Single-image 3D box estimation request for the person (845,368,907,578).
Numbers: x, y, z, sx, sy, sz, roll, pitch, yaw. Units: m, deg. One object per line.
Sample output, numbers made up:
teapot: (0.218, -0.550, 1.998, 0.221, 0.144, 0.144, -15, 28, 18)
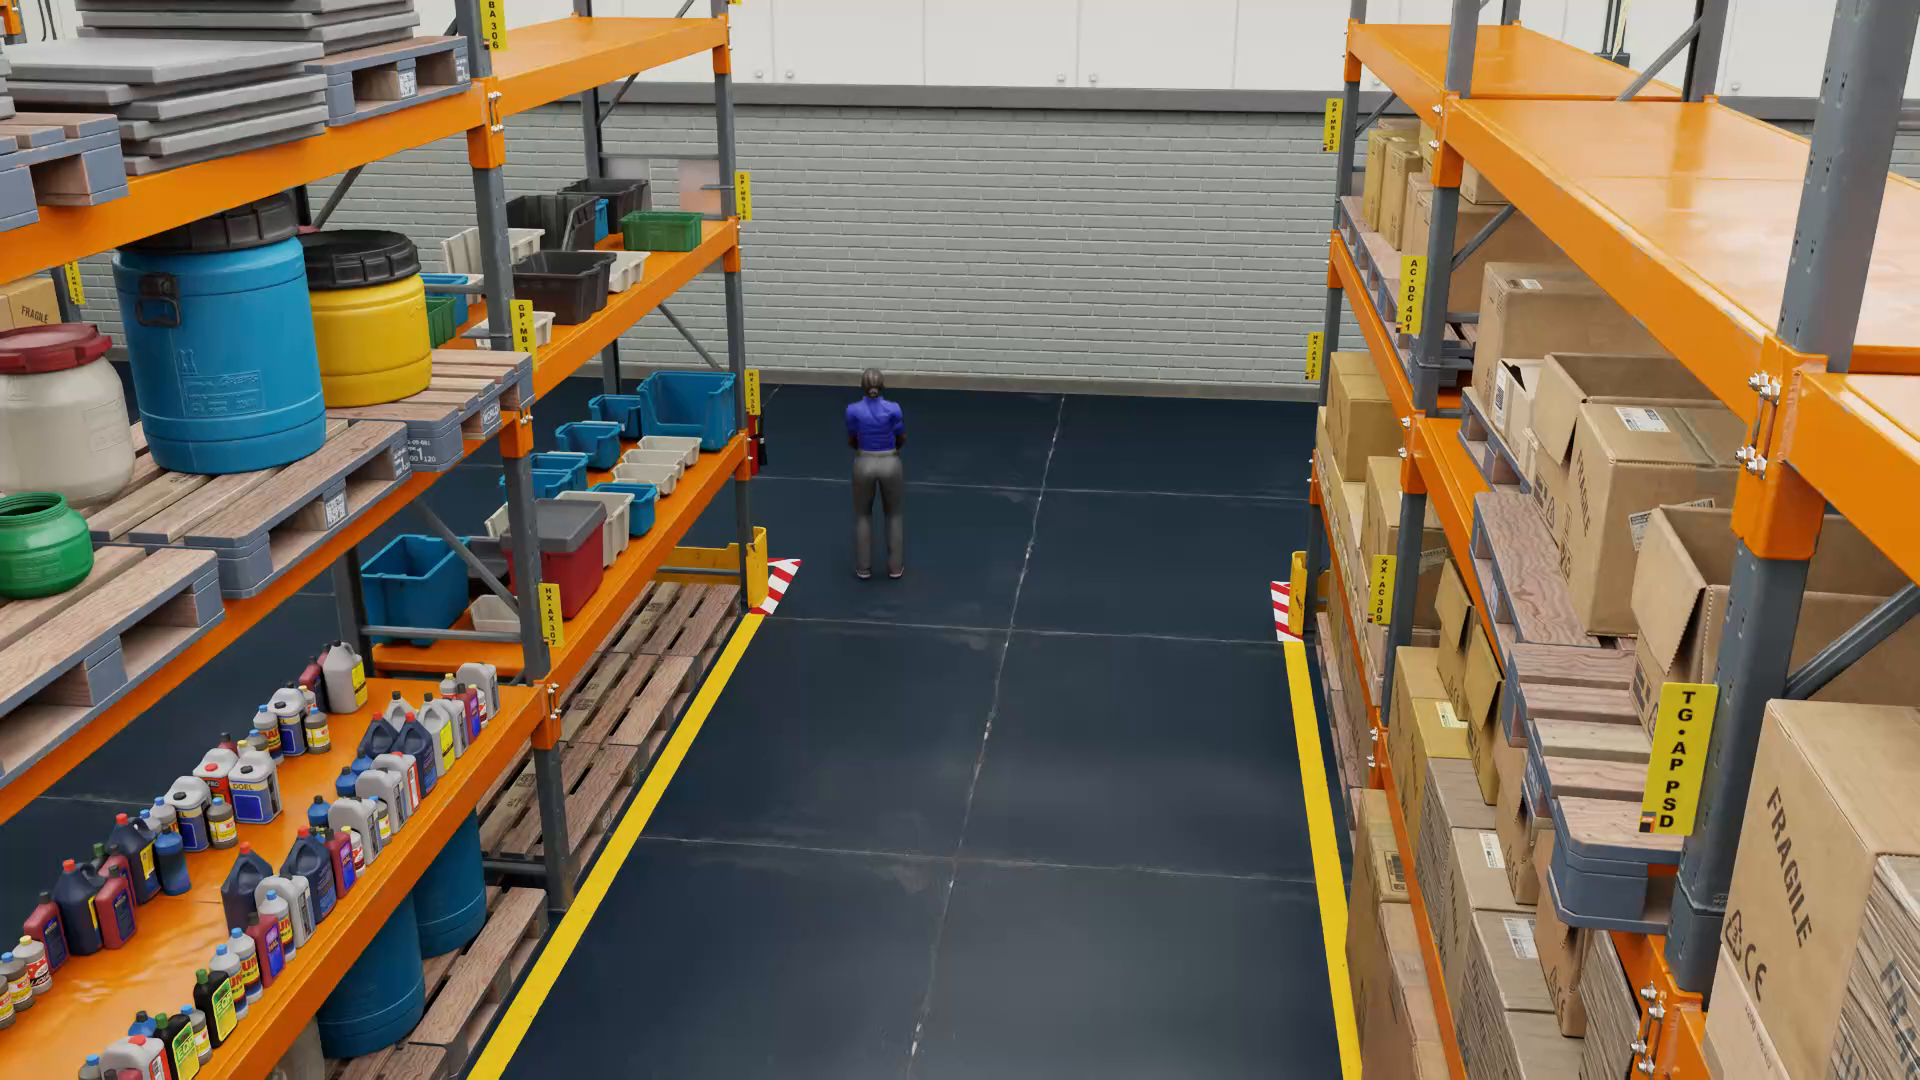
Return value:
person: (-0.623, -0.534, 12.473, 0.450, 1.646, 0.523, -1, 21, -2)
